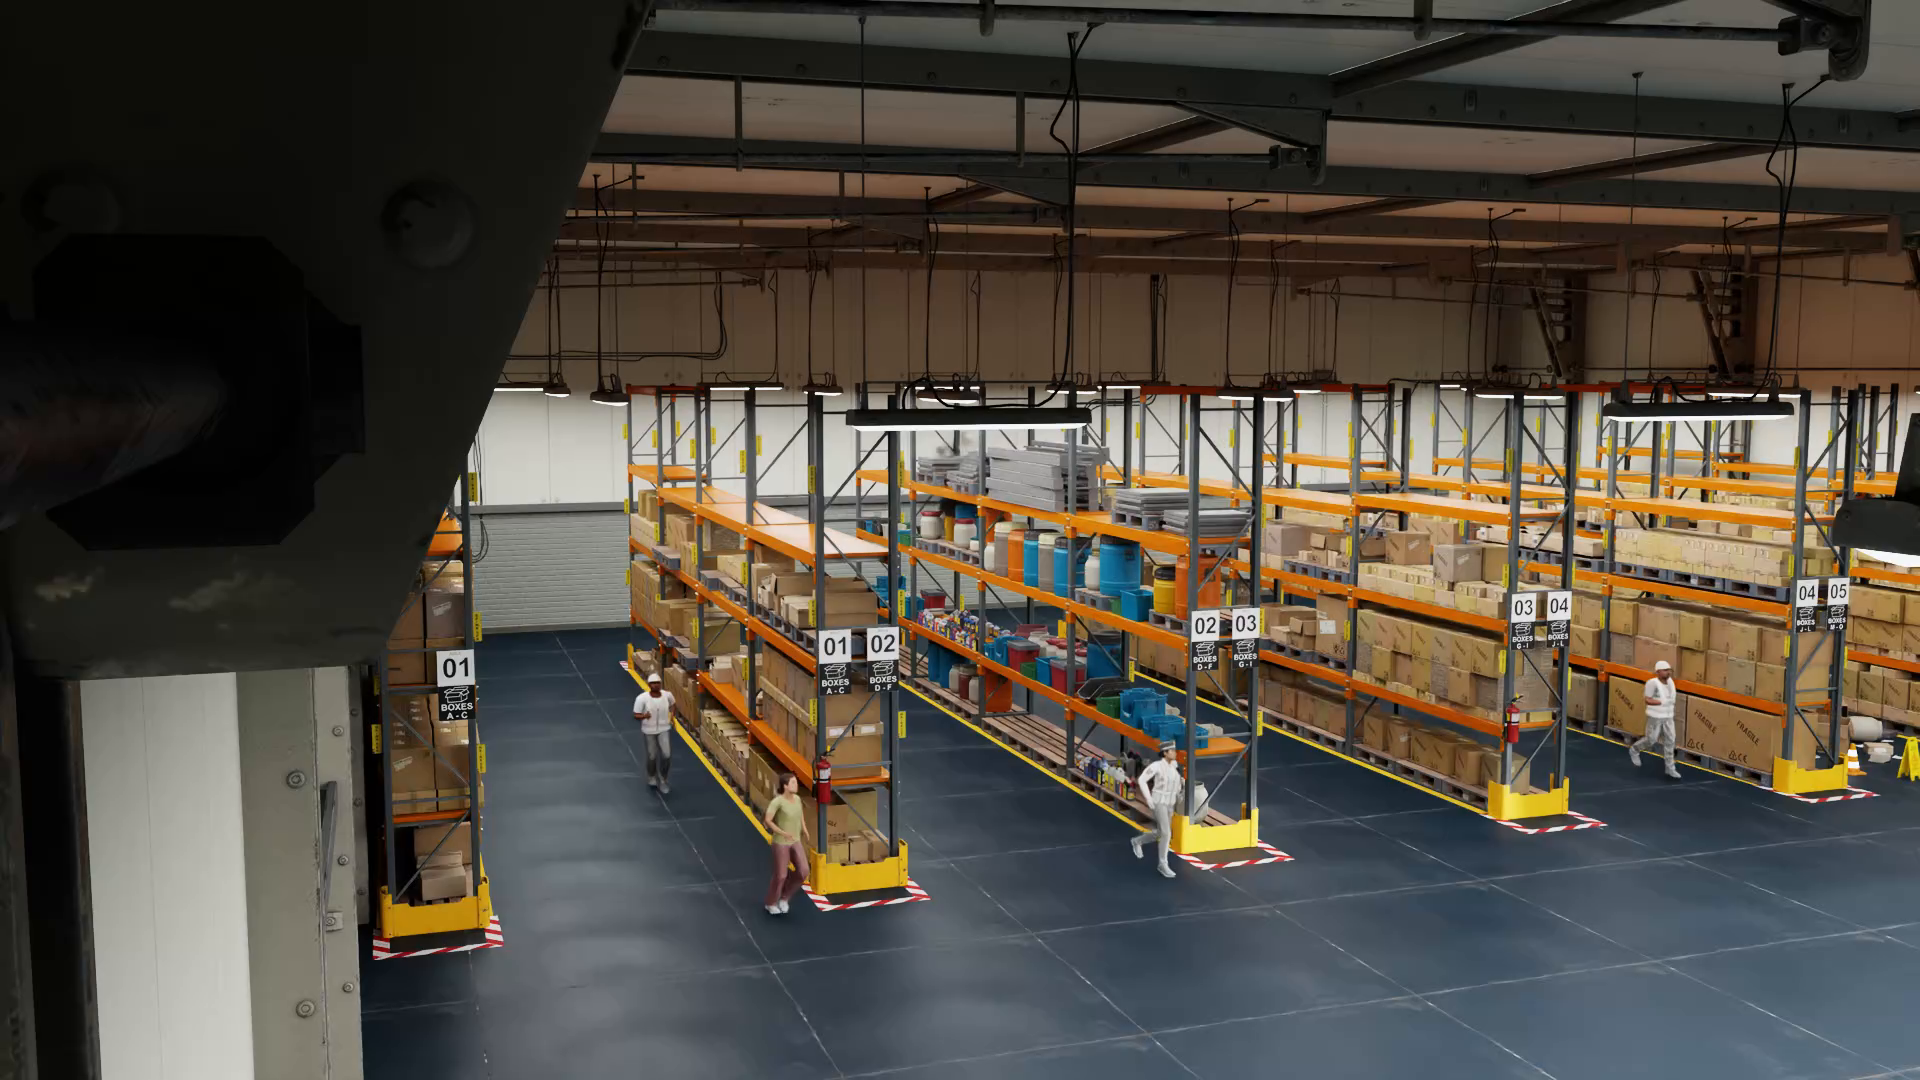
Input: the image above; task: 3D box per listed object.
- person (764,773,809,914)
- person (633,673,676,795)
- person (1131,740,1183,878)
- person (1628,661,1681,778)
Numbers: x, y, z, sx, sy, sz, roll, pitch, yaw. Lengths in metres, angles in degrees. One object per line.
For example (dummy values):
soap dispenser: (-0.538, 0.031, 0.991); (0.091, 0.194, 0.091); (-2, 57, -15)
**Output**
person: (-1.973, 3.522, 19.330); (0.649, 1.632, 0.565); (-6, 8, -44)
person: (-4.532, 2.895, 24.848); (0.673, 1.812, 0.706); (-2, 6, -18)
person: (2.551, 3.348, 21.070); (0.657, 1.667, 0.801); (-5, 8, -42)
person: (10.867, 2.745, 25.879); (0.685, 1.765, 0.984); (-2, 6, -22)
